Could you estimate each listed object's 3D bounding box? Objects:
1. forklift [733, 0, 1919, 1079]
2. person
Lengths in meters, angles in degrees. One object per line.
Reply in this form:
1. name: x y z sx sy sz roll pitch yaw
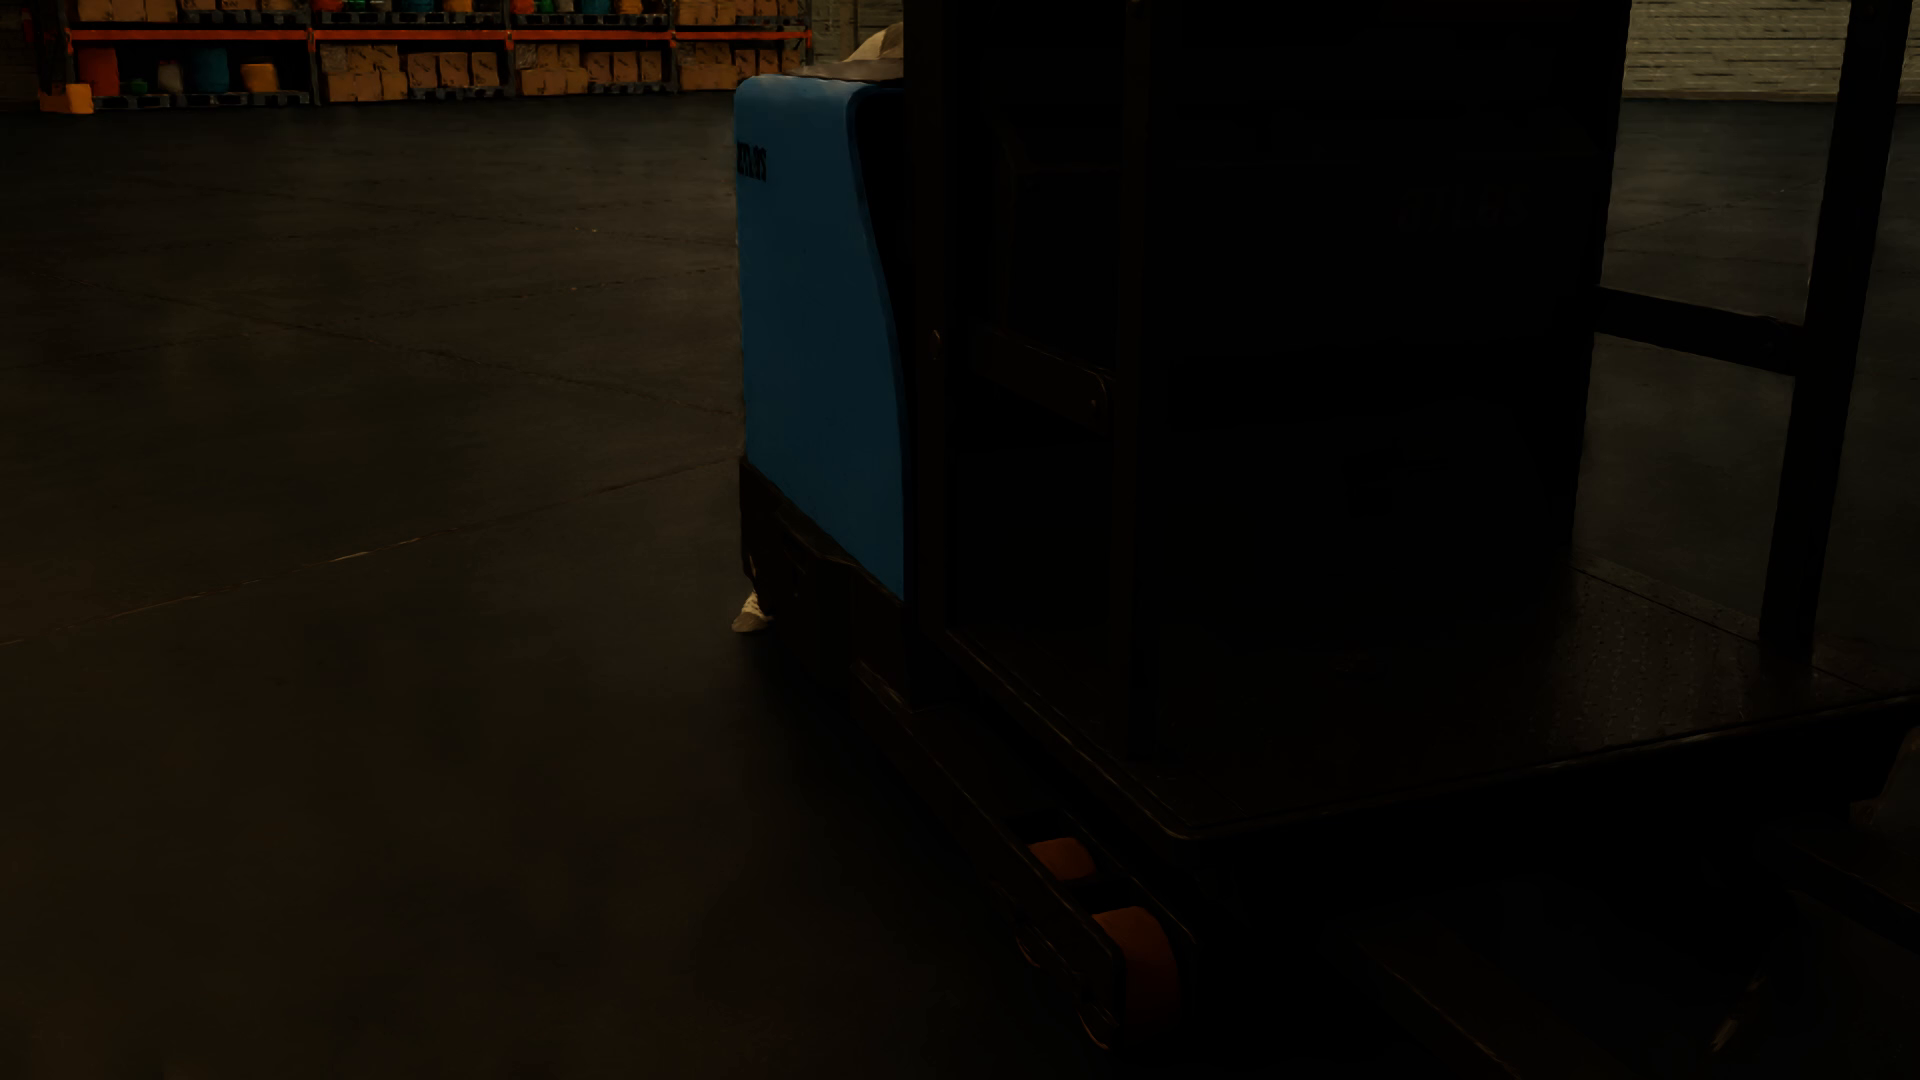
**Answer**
1. forklift: 0.556 -0.939 1.989 1.130 2.935 3.031 -7 18 -21
2. person: -0.118 -0.484 3.259 0.688 1.419 0.692 5 18 15
